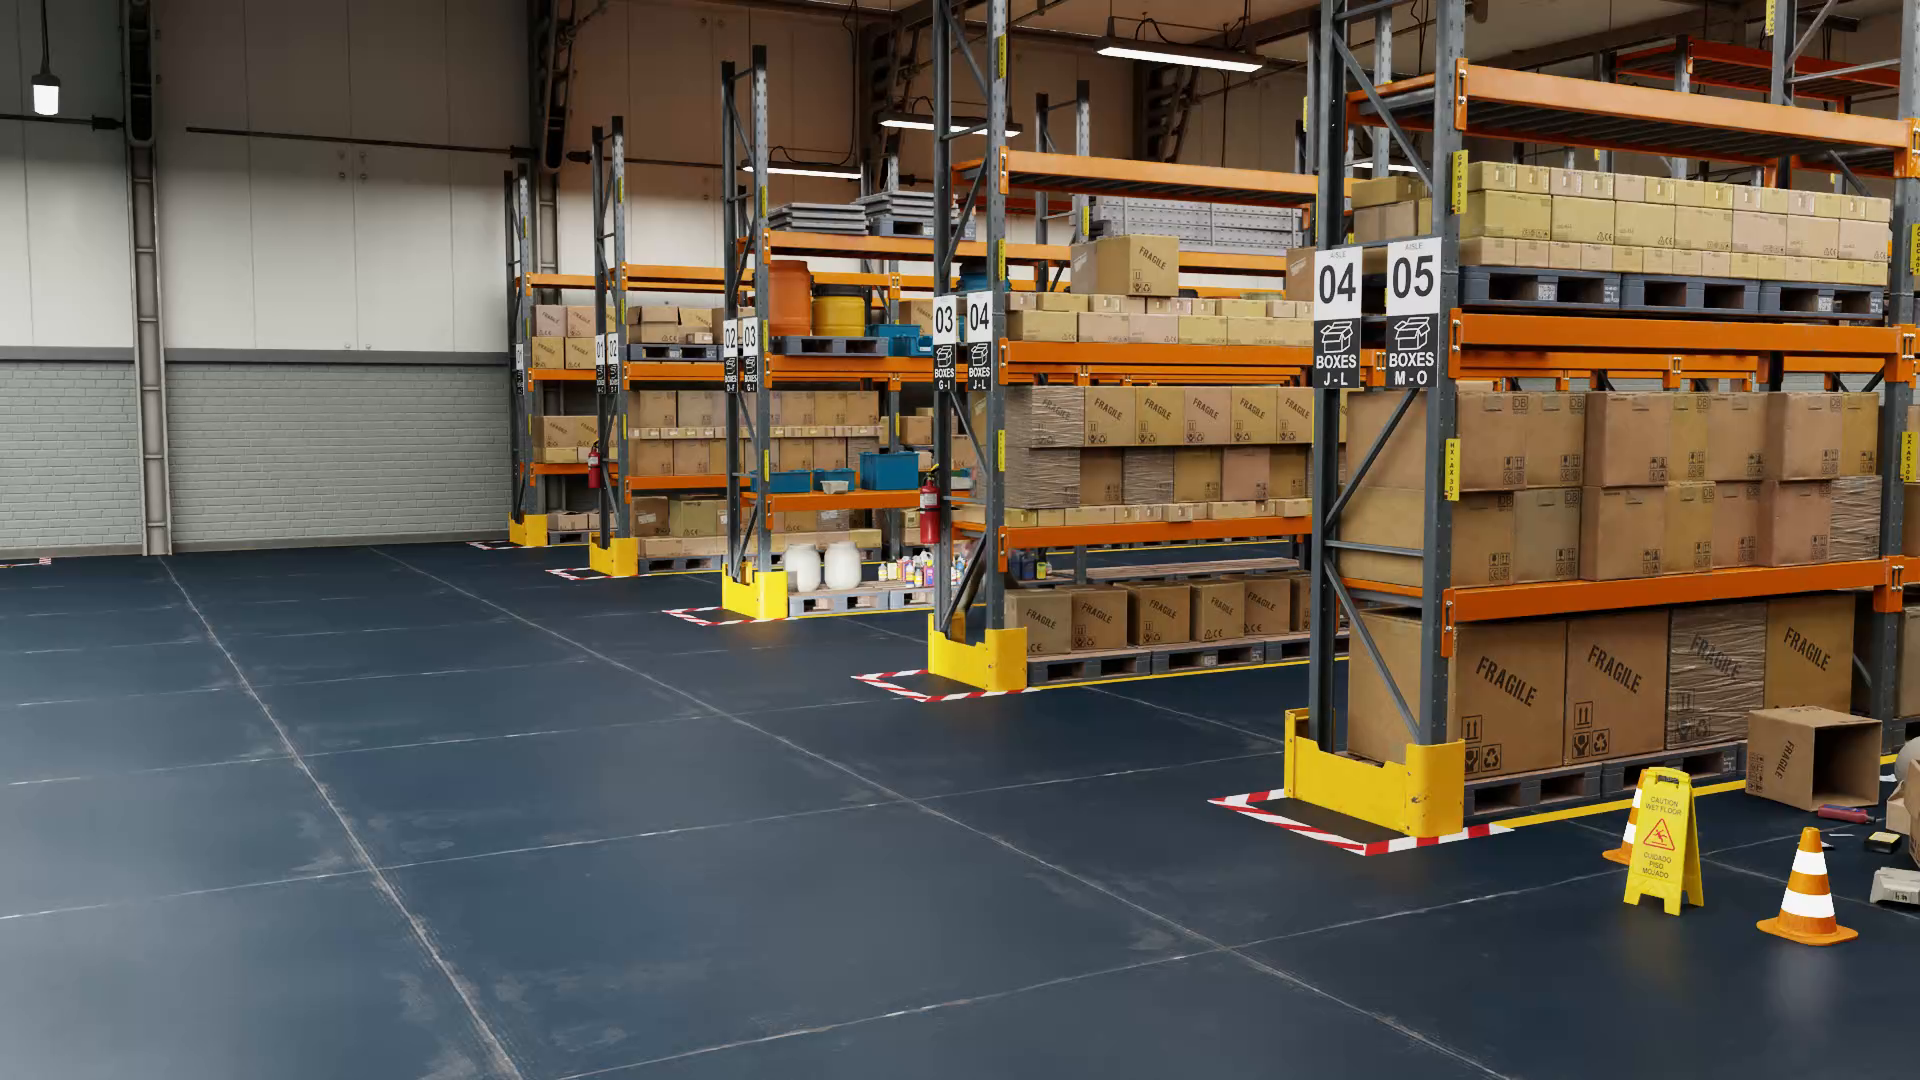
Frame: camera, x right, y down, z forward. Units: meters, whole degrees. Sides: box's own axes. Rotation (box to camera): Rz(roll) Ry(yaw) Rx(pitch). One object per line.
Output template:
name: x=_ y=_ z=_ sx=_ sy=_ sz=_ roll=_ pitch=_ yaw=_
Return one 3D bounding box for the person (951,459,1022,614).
person: x=0.224 y=0.005 z=17.044 sx=1.129 sy=1.708 sz=0.603 roll=-1 pitch=5 yaw=-11
